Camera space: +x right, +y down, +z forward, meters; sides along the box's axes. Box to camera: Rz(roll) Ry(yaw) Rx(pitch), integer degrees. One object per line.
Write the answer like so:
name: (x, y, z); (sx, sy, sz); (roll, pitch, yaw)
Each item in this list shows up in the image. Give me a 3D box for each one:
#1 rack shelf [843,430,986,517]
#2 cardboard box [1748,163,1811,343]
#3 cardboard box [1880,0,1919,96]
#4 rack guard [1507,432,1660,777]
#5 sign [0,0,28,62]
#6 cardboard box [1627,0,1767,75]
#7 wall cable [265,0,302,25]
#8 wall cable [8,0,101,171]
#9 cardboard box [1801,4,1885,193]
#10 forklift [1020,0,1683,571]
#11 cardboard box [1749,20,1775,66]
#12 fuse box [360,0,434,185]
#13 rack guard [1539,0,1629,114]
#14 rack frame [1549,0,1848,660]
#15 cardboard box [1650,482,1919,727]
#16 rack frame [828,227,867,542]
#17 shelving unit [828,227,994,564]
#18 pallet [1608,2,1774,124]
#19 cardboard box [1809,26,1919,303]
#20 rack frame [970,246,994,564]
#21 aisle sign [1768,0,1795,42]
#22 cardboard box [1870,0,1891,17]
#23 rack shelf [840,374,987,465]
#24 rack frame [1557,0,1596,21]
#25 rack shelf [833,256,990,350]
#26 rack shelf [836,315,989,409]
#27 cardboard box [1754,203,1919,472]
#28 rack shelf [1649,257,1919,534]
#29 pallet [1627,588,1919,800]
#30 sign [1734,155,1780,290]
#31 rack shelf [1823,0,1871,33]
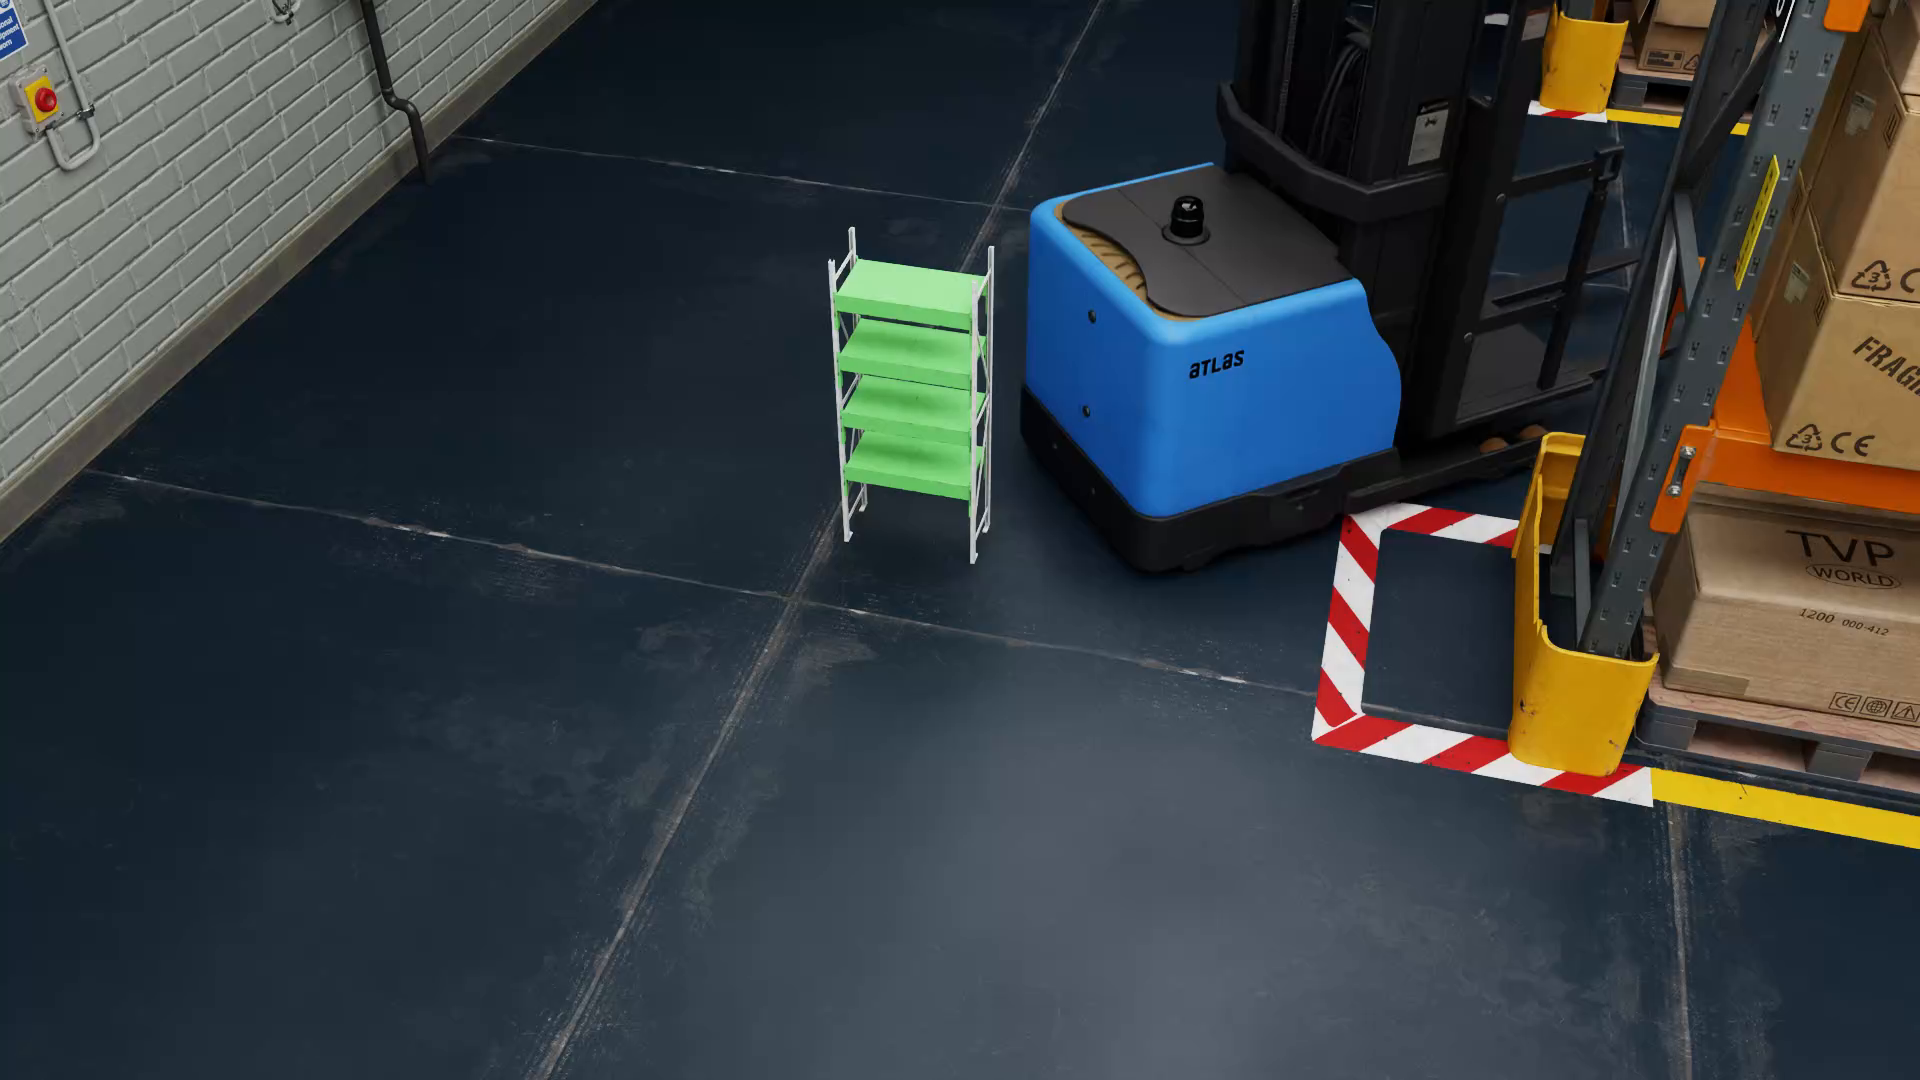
rack shelf: (-0.160, -0.254, 6.092); (0.480, 0.148, 0.258); (10, 41, 11)
cardboard box: (2.653, -0.887, 4.896); (0.500, 0.500, 0.500); (10, 41, 12)
cardboard box: (2.390, -1.203, 3.990); (0.250, 0.149, 0.380); (11, 41, 12)
rack guard: (2.095, 0.189, 5.637); (0.348, 0.500, 1.175); (10, 41, 11)
sign: (-3.406, -1.771, 5.816); (0.001, 0.218, 0.327); (10, 41, 11)
cardboard box: (3.964, -2.893, 8.977); (0.637, 0.503, 0.797); (8, 41, 10)
wall cable: (-2.979, -2.959, 6.651); (0.122, 1.984, 0.588); (10, 41, 11)
wall cable: (-3.335, -2.088, 5.590); (0.123, 1.953, 0.585); (10, 41, 11)
cardboard box: (2.646, -1.253, 4.555); (0.500, 0.500, 0.500); (11, 41, 13)
forklift: (1.799, -1.649, 5.934); (3.031, 2.935, 1.130); (-17, 43, -19)
cardboard box: (4.365, -2.663, 8.978); (0.250, 0.149, 0.380); (8, 41, 10)
fuse box: (-2.651, -2.475, 7.866); (0.414, 1.711, 0.539); (10, 41, 11)
rack guard: (3.471, -2.879, 9.289); (0.348, 0.500, 1.175); (10, 41, 11)
rack frame: (2.119, -0.764, 4.828); (0.127, 3.000, 1.000); (10, 41, 11)
cardboard box: (2.782, 0.103, 5.460); (0.875, 0.438, 0.875); (8, 41, 10)
rack frame: (-0.396, -0.528, 5.945); (0.015, 1.200, 0.240); (10, 41, 11)
shelving unit: (-0.160, -0.487, 5.897); (0.503, 1.200, 0.258); (10, 41, 11)
pallet: (4.242, -2.636, 9.225); (1.213, 0.211, 1.003); (10, 41, 11)
cardboard box: (2.509, -0.929, 4.168); (0.500, 0.500, 0.500); (9, 41, 10)
rack frame: (0.076, -0.446, 5.849); (0.015, 1.200, 0.240); (10, 41, 11)
aisle sign: (1.974, -1.592, 3.792); (0.004, 0.787, 0.394); (10, 41, 11)
cardboard box: (2.517, -1.499, 4.343); (0.250, 0.149, 0.380); (10, 41, 12)
rack shelf: (-0.160, -0.438, 5.938); (0.480, 0.148, 0.258); (10, 41, 11)
rack frame: (3.398, -3.849, 8.500); (0.127, 3.000, 1.000); (10, 41, 11)
rack shelf: (-0.160, -0.806, 5.629); (0.480, 0.148, 0.258); (10, 41, 11)
rack shelf: (-0.160, -0.622, 5.784); (0.480, 0.148, 0.258); (10, 41, 11)
cardboard box: (2.508, -0.545, 4.488); (0.500, 0.500, 0.500); (9, 41, 11)
rack shelf: (4.051, -0.157, 4.663); (4.000, 0.370, 1.077); (10, 41, 11)
pallet: (2.911, 0.388, 5.624); (1.213, 0.211, 1.003); (10, 41, 11)
sign: (1.969, -0.783, 4.115); (0.005, 0.325, 0.100); (10, 41, 11)
rack shelf: (4.051, -1.305, 3.699); (4.000, 0.370, 1.077); (10, 41, 11)
